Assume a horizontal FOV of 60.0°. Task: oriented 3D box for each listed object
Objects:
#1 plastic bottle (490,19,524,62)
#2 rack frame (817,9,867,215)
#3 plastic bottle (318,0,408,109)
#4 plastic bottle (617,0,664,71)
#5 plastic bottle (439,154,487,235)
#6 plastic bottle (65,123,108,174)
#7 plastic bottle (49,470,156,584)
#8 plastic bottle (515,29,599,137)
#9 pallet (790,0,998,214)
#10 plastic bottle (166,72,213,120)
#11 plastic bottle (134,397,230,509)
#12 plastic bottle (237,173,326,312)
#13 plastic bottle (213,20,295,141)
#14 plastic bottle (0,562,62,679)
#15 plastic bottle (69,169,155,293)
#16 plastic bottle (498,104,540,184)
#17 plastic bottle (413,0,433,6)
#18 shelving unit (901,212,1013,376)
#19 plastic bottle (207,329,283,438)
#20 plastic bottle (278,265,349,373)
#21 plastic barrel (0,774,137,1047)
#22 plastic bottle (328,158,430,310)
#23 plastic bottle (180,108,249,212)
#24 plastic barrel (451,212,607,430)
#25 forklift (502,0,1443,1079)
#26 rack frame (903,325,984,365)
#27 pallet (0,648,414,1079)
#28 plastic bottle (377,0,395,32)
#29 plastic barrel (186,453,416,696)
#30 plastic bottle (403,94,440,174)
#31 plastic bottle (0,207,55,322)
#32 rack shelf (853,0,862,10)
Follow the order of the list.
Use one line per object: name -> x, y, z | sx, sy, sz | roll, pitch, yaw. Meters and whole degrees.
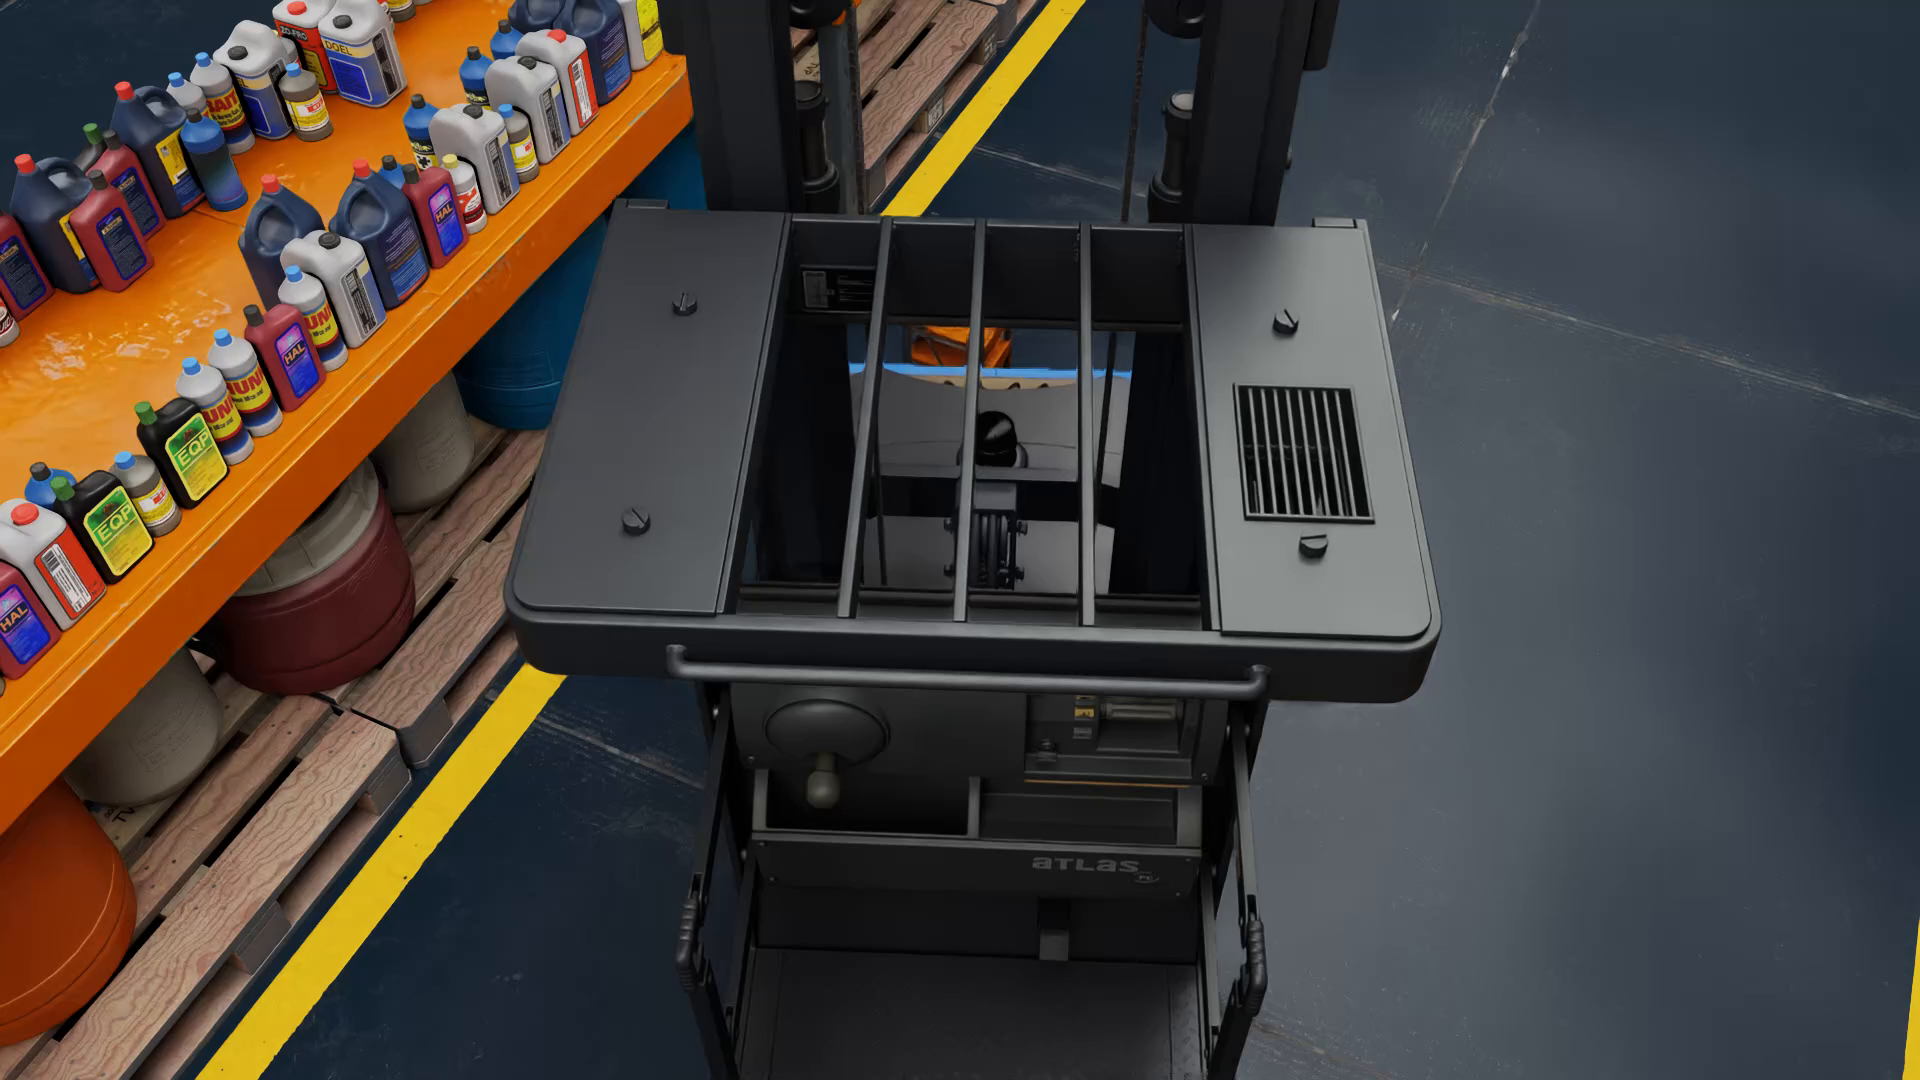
plastic bottle -> -1.190, -1.261, 4.438 | 0.097, 0.271, 0.097 | 0, 50, 0
rack frame -> -0.821, -2.251, 5.195 | 1.000, 3.000, 0.127 | 20, 52, 16
plastic bottle -> -1.622, -1.328, 4.492 | 0.152, 0.276, 0.135 | 20, 52, 16
plastic bottle -> -0.918, -1.495, 4.585 | 0.144, 0.351, 0.185 | 20, 52, 16
plastic bottle -> -1.250, -0.870, 4.151 | 0.097, 0.201, 0.097 | 0, 50, 0
plastic bottle -> -2.119, -0.882, 4.107 | 0.061, 0.283, 0.133 | 20, 52, 16
plastic bottle -> -1.757, -0.047, 3.397 | 0.061, 0.283, 0.133 | 20, 52, 16
plastic bottle -> -1.069, -1.235, 4.413 | 0.152, 0.276, 0.135 | 20, 52, 16
pallet -> -0.542, -1.866, 6.699 | 1.003, 0.211, 1.213 | 20, 52, 16
plastic bottle -> -1.974, -1.079, 4.283 | 0.097, 0.271, 0.097 | 0, 50, 0
plastic bottle -> -1.658, -0.206, 3.532 | 0.061, 0.283, 0.133 | 20, 52, 16
plastic bottle -> -1.584, -0.693, 3.903 | 0.144, 0.351, 0.185 | 20, 52, 16
plastic bottle -> -1.858, -1.218, 4.399 | 0.152, 0.276, 0.135 | 20, 52, 16
plastic bottle -> -1.871, 0.137, 3.240 | 0.061, 0.283, 0.133 | 20, 52, 16
plastic bottle -> -2.045, -0.743, 3.989 | 0.061, 0.283, 0.133 | 20, 52, 16
plastic bottle -> -1.151, -1.029, 4.287 | 0.097, 0.201, 0.097 | 0, 50, 0
plastic bottle -> -1.594, -1.691, 4.804 | 0.097, 0.271, 0.097 | 0, 50, 0
shelving unit -> -0.006, -0.379, 4.785 | 0.258, 1.200, 0.189 | 20, 52, 16
plastic bottle -> -1.584, -0.355, 3.667 | 0.097, 0.271, 0.097 | 0, 50, 0
plastic bottle -> -1.485, -0.513, 3.802 | 0.097, 0.271, 0.097 | 0, 50, 0
plastic barrel -> -2.337, 0.729, 3.810 | 0.600, 0.830, 0.708 | 20, 52, 16
plastic bottle -> -1.389, -0.737, 3.940 | 0.144, 0.351, 0.185 | 20, 52, 16
plastic bottle -> -1.885, -0.965, 4.186 | 0.097, 0.271, 0.097 | 0, 50, 0
plastic barrel -> -1.372, -0.850, 5.106 | 0.600, 0.901, 0.708 | 20, 52, 16
forklift -> 0.029, 0.422, 2.966 | 1.130, 2.935, 3.031 | 2, 50, 2
rack frame -> -0.045, -0.316, 4.731 | 0.240, 1.200, 0.006 | 20, 52, 16
pallet -> -2.231, 0.851, 4.387 | 1.003, 0.211, 1.213 | 20, 52, 16
plastic bottle -> -1.677, -1.534, 4.717 | 0.097, 0.201, 0.097 | 0, 50, 0
plastic barrel -> -1.854, 0.029, 4.563 | 0.600, 0.588, 0.708 | 20, 52, 16
plastic bottle -> -1.346, -1.009, 4.223 | 0.097, 0.271, 0.097 | 0, 50, 0
plastic bottle -> -2.255, -0.663, 3.921 | 0.061, 0.283, 0.133 | 20, 52, 16
rack shelf -> 0.033, -3.395, 6.641 | 1.077, 0.370, 4.000 | 20, 52, 16
